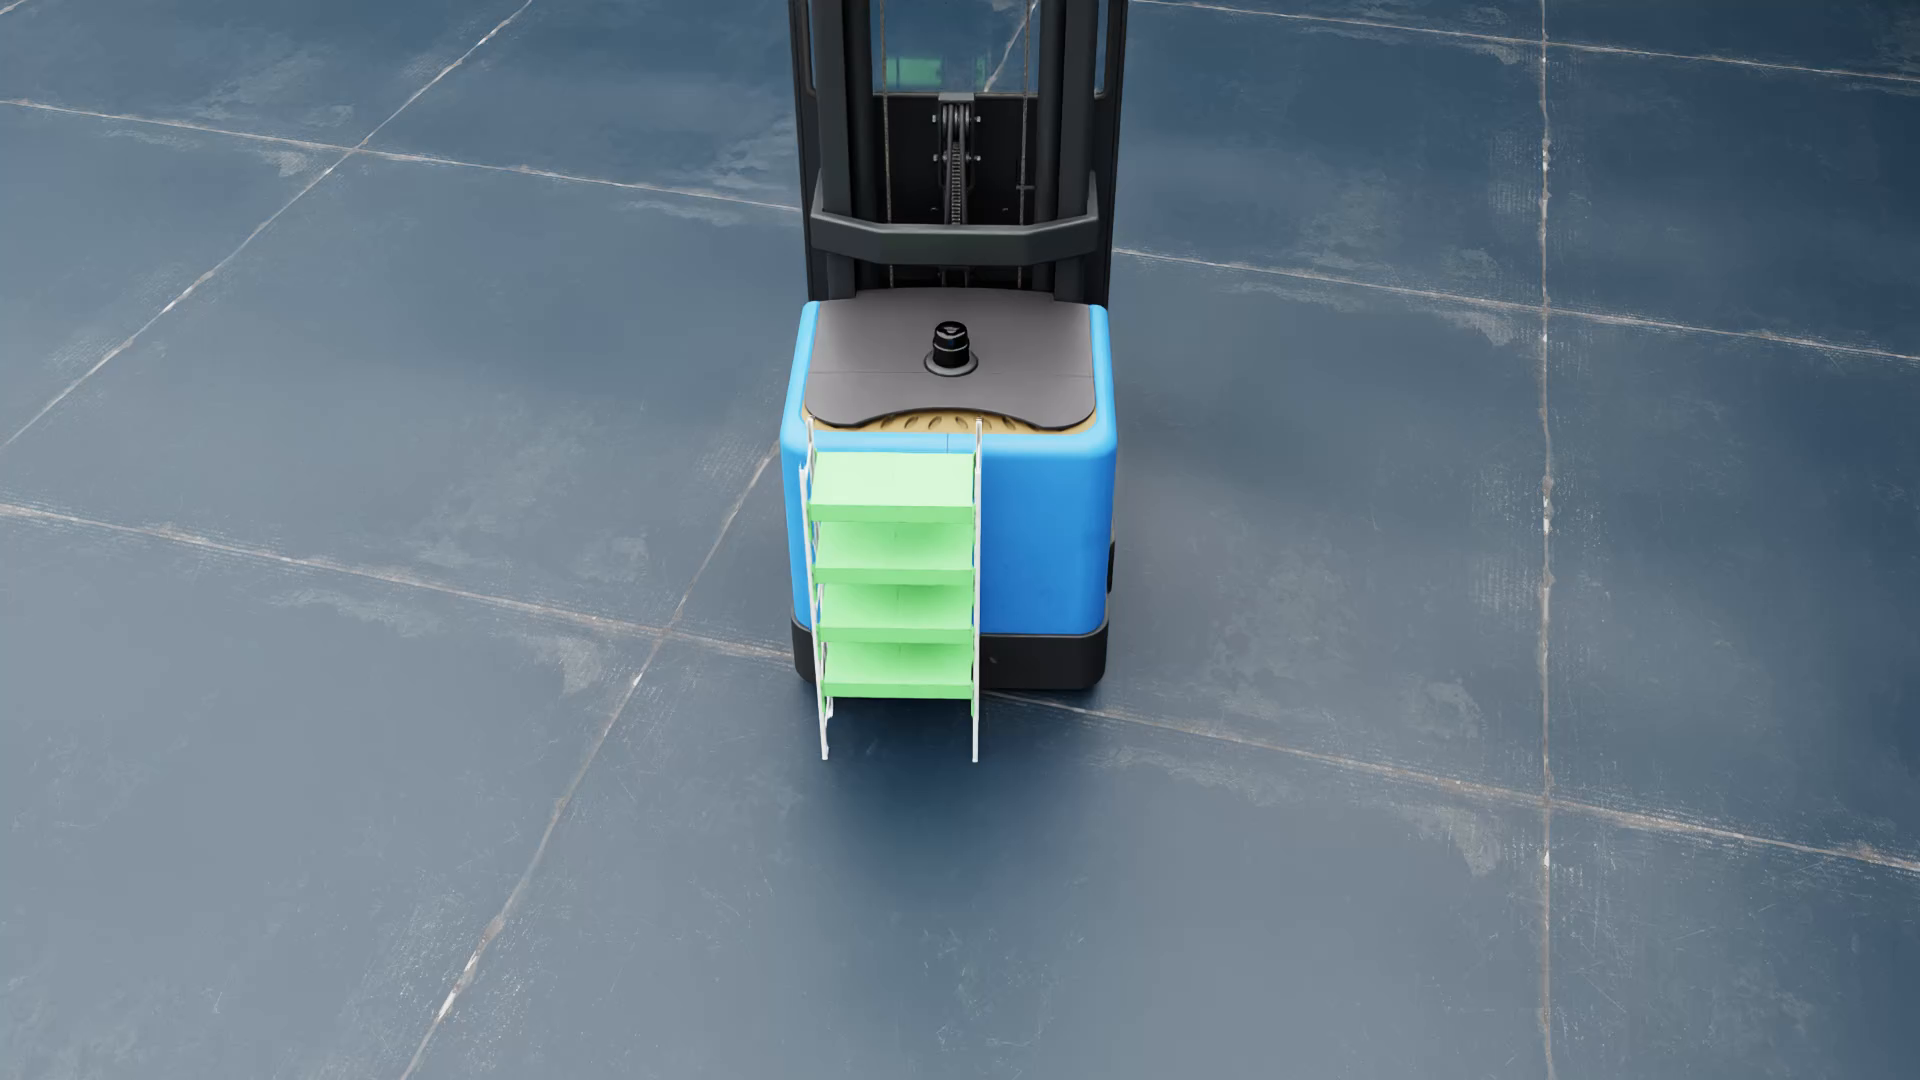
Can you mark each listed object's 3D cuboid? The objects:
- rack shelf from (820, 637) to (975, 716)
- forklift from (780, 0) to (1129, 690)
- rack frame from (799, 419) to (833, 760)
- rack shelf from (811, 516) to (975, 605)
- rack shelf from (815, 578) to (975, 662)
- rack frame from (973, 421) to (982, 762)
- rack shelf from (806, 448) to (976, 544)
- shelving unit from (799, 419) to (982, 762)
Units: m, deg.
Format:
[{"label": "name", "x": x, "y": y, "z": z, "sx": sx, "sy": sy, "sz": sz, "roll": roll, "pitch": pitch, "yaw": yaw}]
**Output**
[{"label": "rack shelf", "x": -0.192, "y": 0.415, "z": 5.292, "sx": 0.480, "sy": 0.148, "sz": 0.258, "roll": 1, "pitch": 41, "yaw": 1}, {"label": "forklift", "x": 0.000, "y": -1.548, "z": 5.815, "sx": 1.130, "sy": 2.935, "sz": 3.031, "roll": 1, "pitch": 40, "yaw": 1}, {"label": "rack frame", "x": -0.436, "y": 0.182, "z": 5.097, "sx": 0.015, "sy": 1.200, "sz": 0.240, "roll": 1, "pitch": 41, "yaw": 1}, {"label": "rack shelf", "x": -0.192, "y": 0.053, "z": 4.977, "sx": 0.480, "sy": 0.148, "sz": 0.258, "roll": 1, "pitch": 41, "yaw": 1}, {"label": "rack shelf", "x": -0.192, "y": 0.234, "z": 5.134, "sx": 0.480, "sy": 0.148, "sz": 0.258, "roll": 1, "pitch": 41, "yaw": 1}, {"label": "rack frame", "x": 0.052, "y": 0.189, "z": 5.088, "sx": 0.015, "sy": 1.200, "sz": 0.240, "roll": 1, "pitch": 41, "yaw": 1}, {"label": "rack shelf", "x": -0.192, "y": -0.128, "z": 4.819, "sx": 0.480, "sy": 0.148, "sz": 0.258, "roll": 1, "pitch": 41, "yaw": 1}, {"label": "shelving unit", "x": -0.192, "y": 0.186, "z": 5.092, "sx": 0.503, "sy": 1.200, "sz": 0.258, "roll": 1, "pitch": 41, "yaw": 1}]
